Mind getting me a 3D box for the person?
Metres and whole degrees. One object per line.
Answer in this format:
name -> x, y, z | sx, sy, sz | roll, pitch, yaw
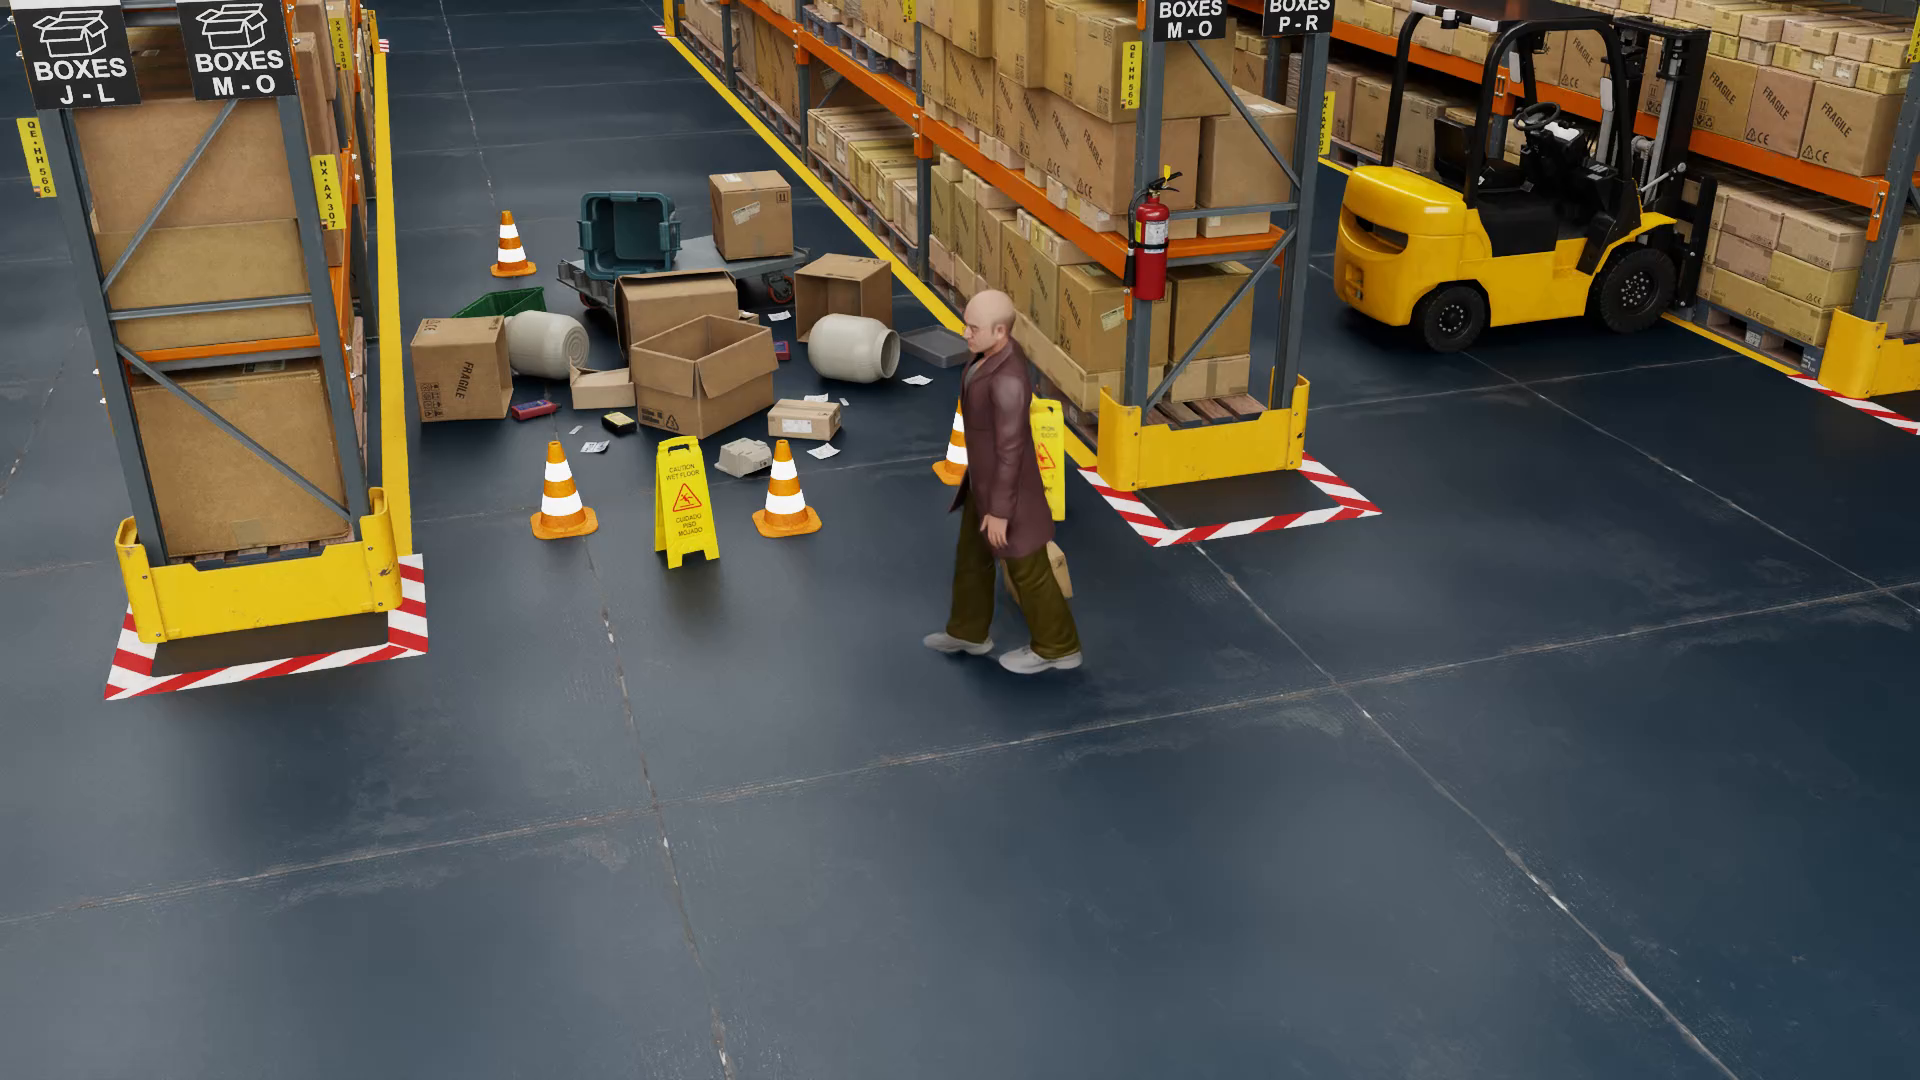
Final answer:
person -> 0.204, -0.205, 7.078 | 0.676, 1.820, 0.672 | -4, 26, -8
